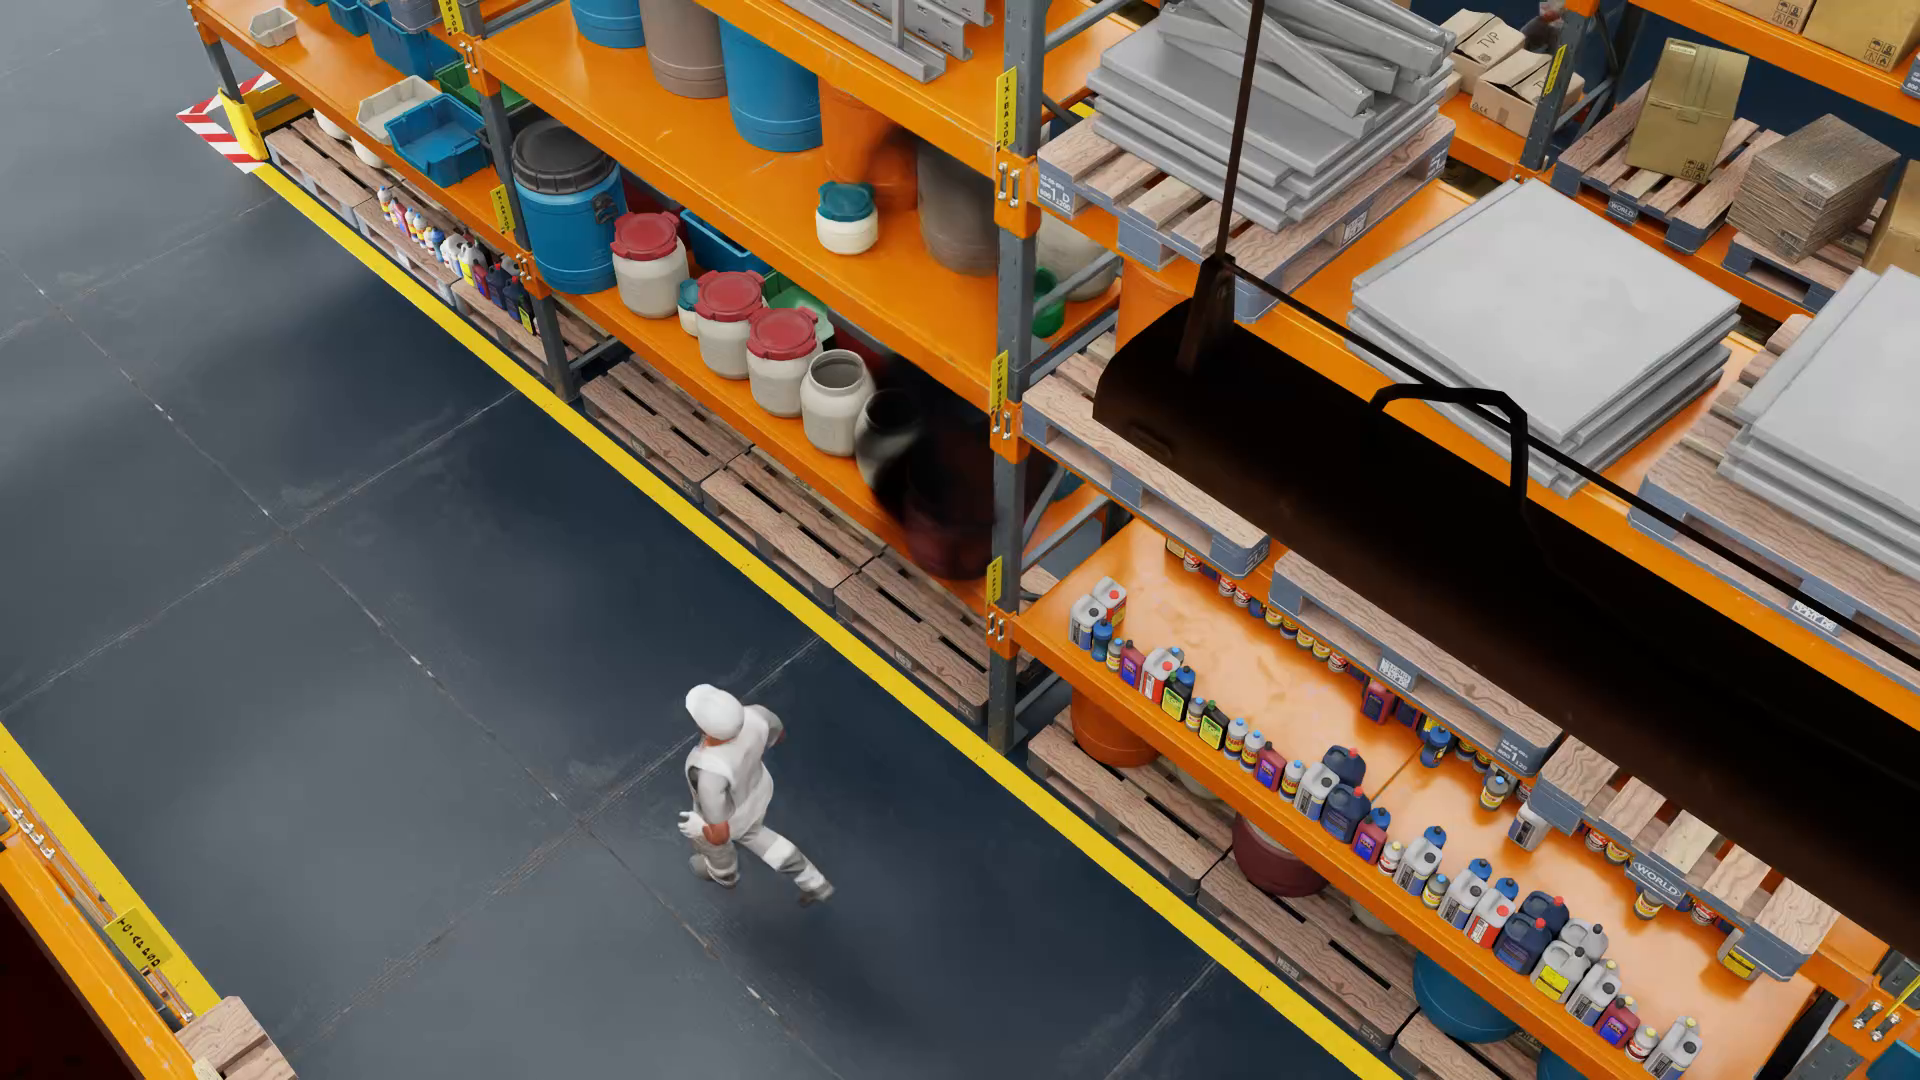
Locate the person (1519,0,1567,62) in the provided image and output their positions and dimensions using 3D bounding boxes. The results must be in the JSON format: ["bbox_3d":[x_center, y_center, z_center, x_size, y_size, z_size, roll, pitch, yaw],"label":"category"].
[{"bbox_3d":[4.527,-3.977,12.583,0.695,1.770,0.633,37,59,27],"label":"person"}]

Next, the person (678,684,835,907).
[{"bbox_3d":[-1.028,1.267,7.806,0.868,1.787,0.661,26,55,20],"label":"person"}]
